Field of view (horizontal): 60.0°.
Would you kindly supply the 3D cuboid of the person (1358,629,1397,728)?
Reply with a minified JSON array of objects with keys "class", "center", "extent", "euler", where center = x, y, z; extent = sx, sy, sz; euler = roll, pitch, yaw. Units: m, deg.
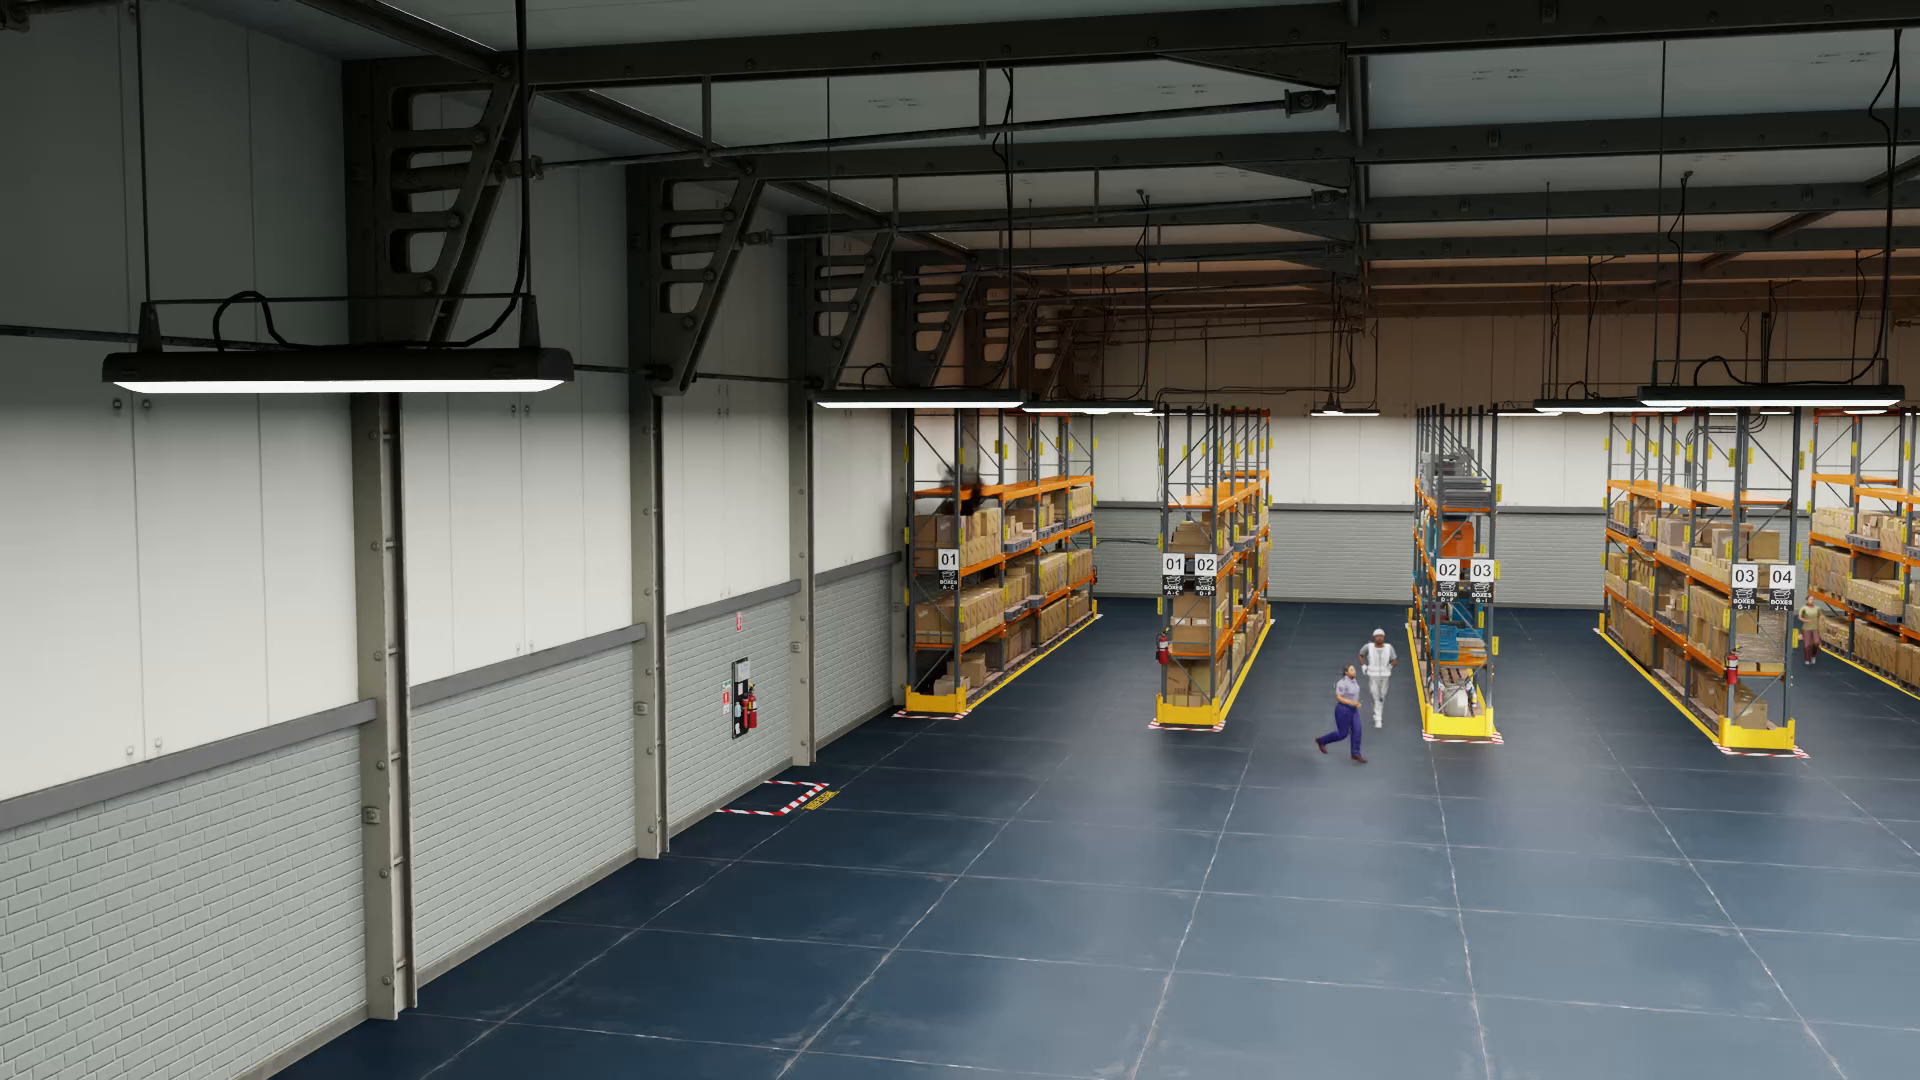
[{"class":"person","center":[7.824,2.554,31.109],"extent":[0.674,1.794,0.908],"euler":[0,4,2]}]

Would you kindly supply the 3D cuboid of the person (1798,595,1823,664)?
[{"class":"person","center":[19.724,2.086,38.536],"extent":[0.558,1.634,0.606],"euler":[1,4,16]}]

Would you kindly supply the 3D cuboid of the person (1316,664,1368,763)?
[{"class":"person","center":[6.453,2.894,27.902],"extent":[0.858,1.642,0.616],"euler":[4,6,41]}]
